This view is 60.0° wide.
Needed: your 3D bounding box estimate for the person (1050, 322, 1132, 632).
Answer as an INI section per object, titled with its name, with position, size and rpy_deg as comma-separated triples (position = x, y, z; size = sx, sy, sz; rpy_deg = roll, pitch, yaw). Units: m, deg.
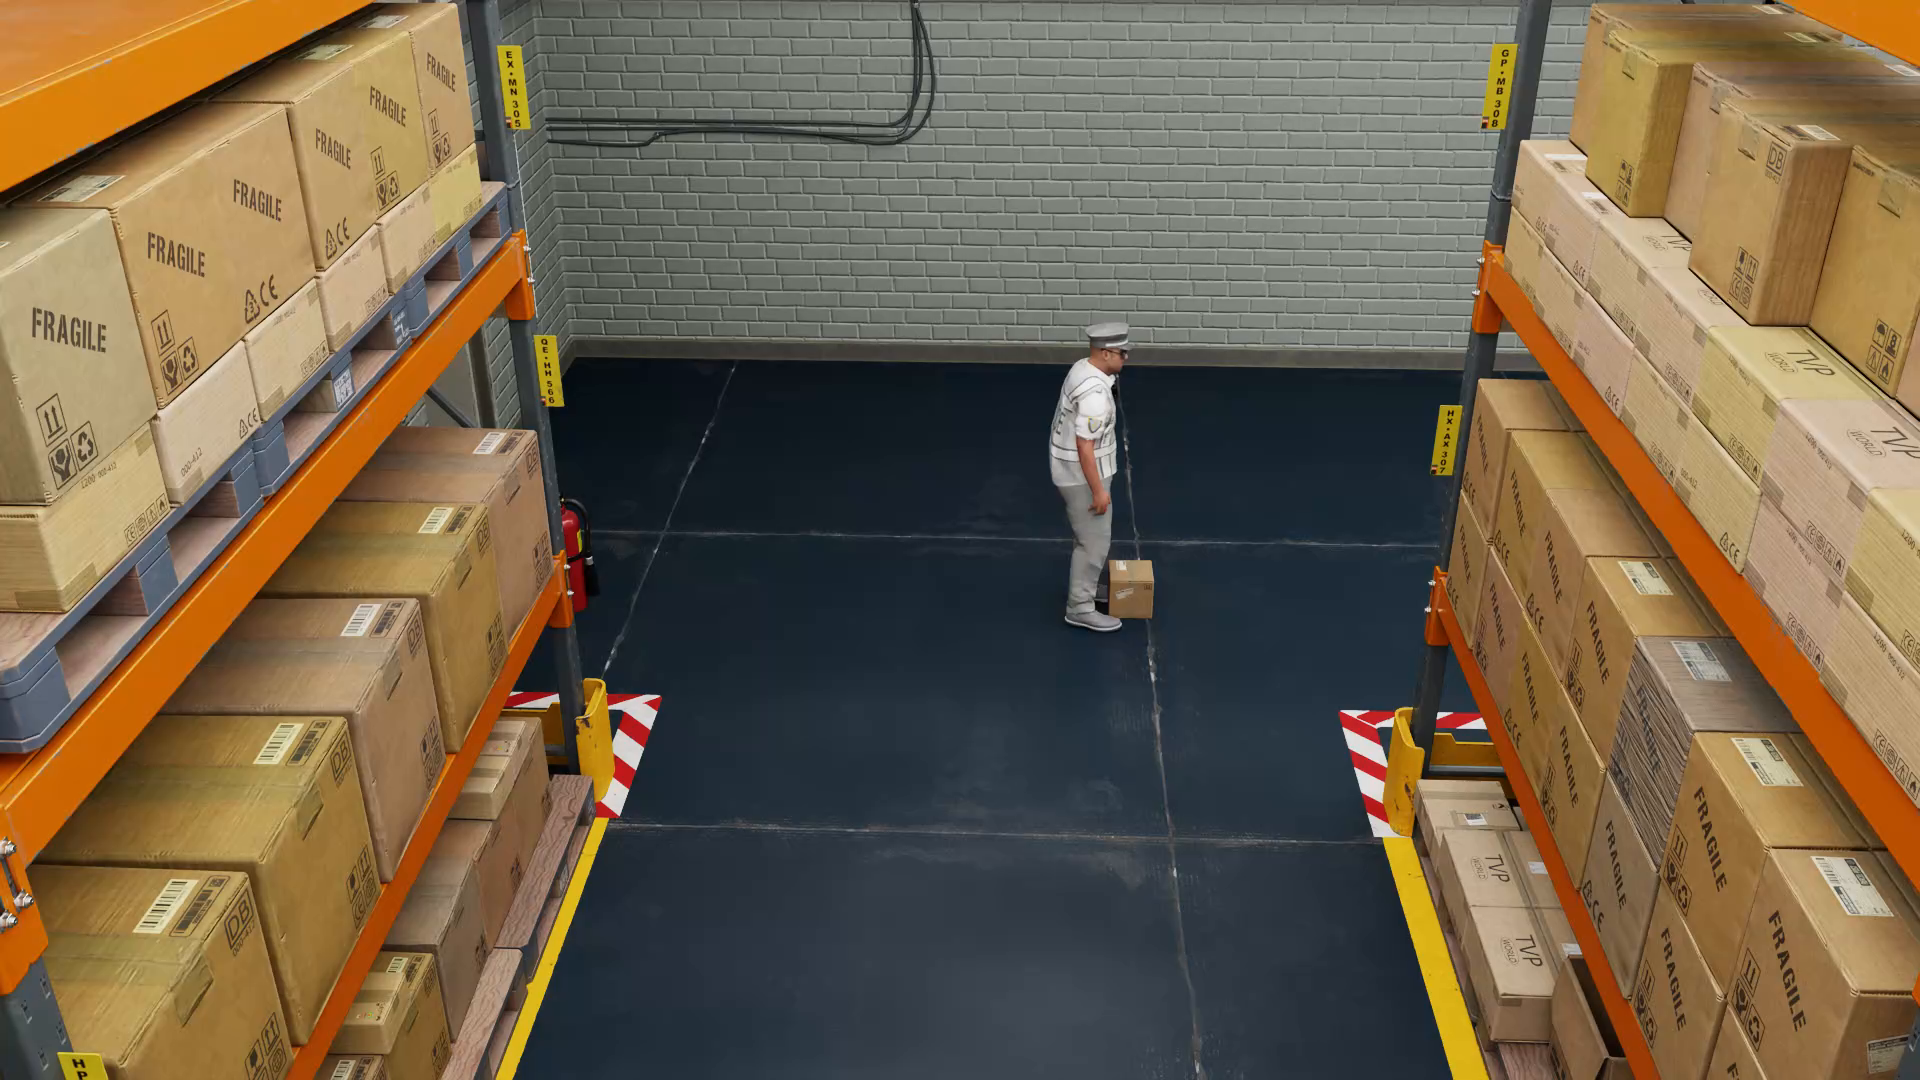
[person]
position = 0.732, -0.378, 9.328
size = 0.465, 1.749, 0.585
rpy_deg = 1, 28, 2
